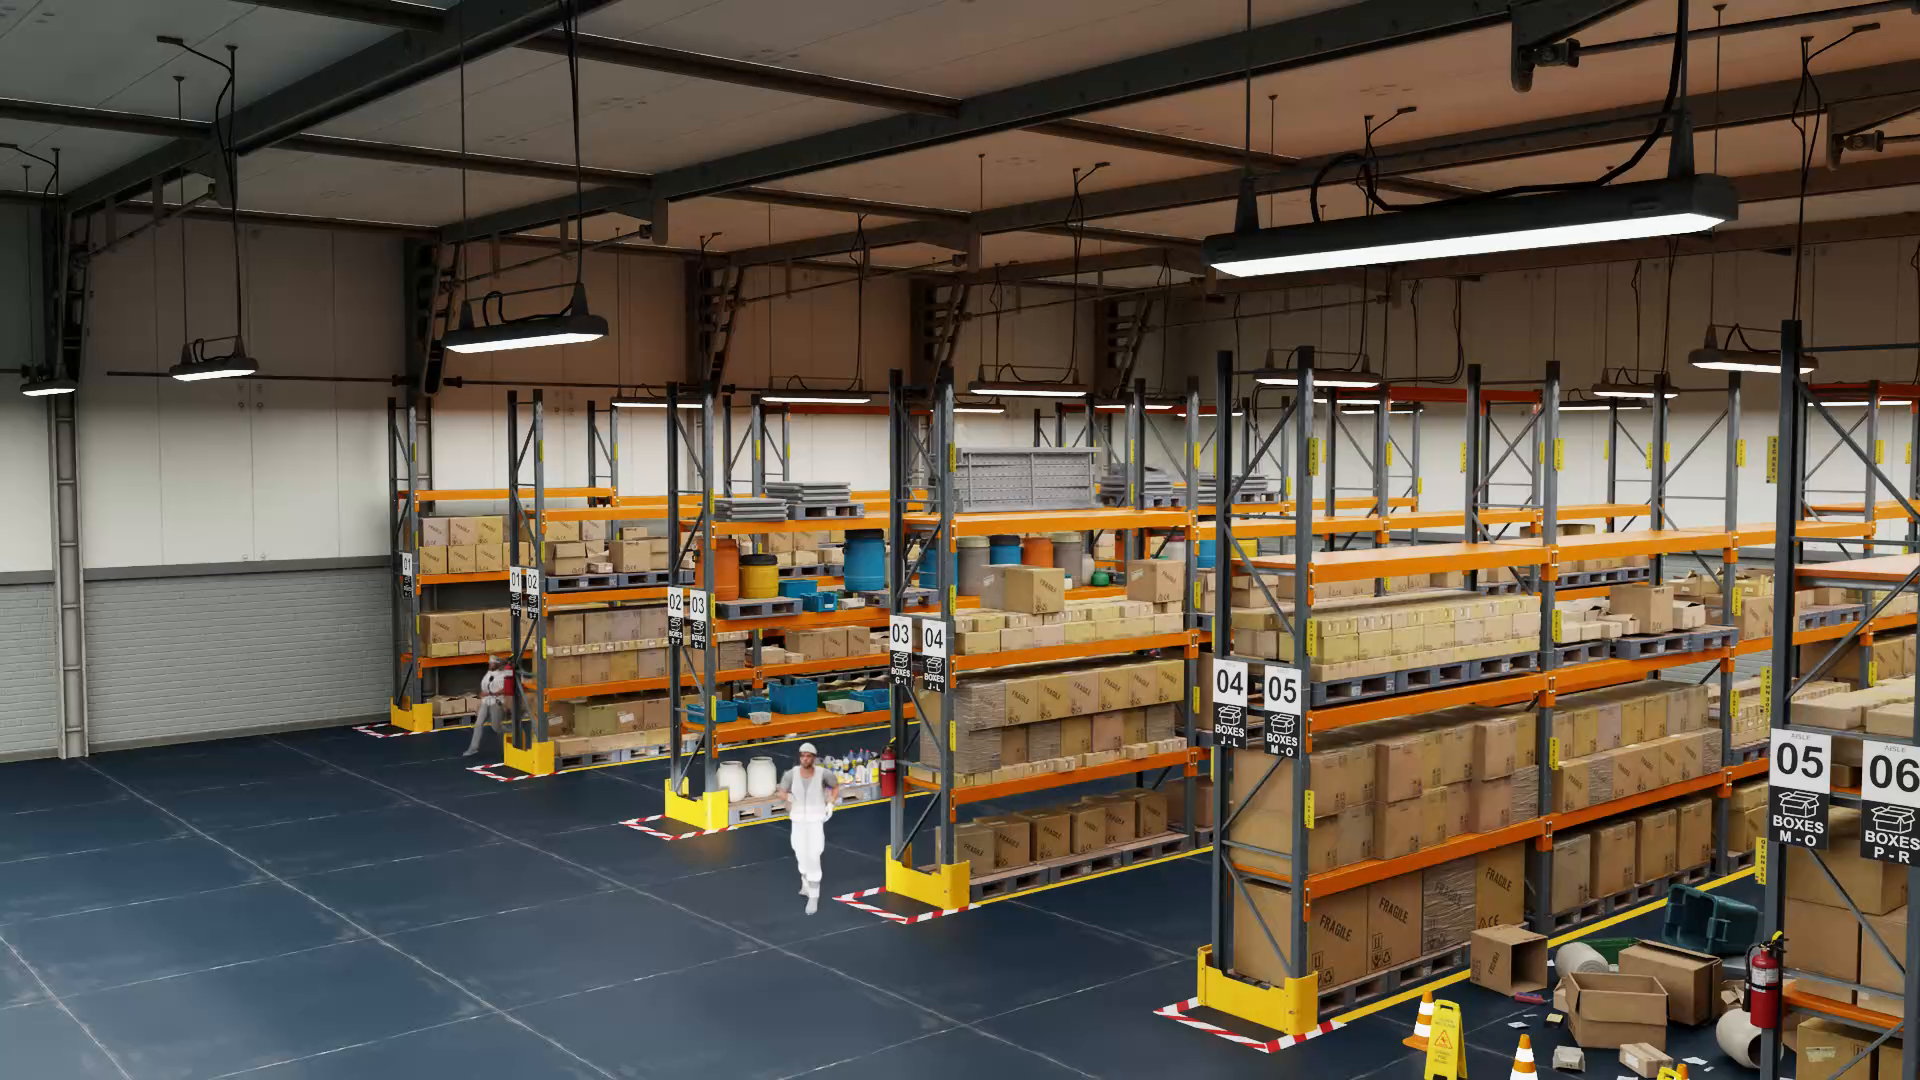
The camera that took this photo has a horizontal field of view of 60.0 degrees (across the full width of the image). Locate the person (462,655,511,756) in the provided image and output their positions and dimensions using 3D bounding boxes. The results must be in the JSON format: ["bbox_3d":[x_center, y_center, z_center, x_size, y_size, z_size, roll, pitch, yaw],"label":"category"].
[{"bbox_3d":[-7.677,2.701,27.352,0.606,1.658,0.962,3,4,37],"label":"person"}]

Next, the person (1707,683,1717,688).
[{"bbox_3d":[11.036,2.927,24.243,0.976,1.715,0.661,-3,5,-44],"label":"person"}]

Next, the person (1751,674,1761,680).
[{"bbox_3d":[12.135,2.873,25.366,0.897,1.669,0.609,-3,4,-41],"label":"person"}]

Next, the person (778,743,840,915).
[{"bbox_3d":[-1.706,3.176,18.558,0.651,1.848,0.759,1,3,10],"label":"person"}]
